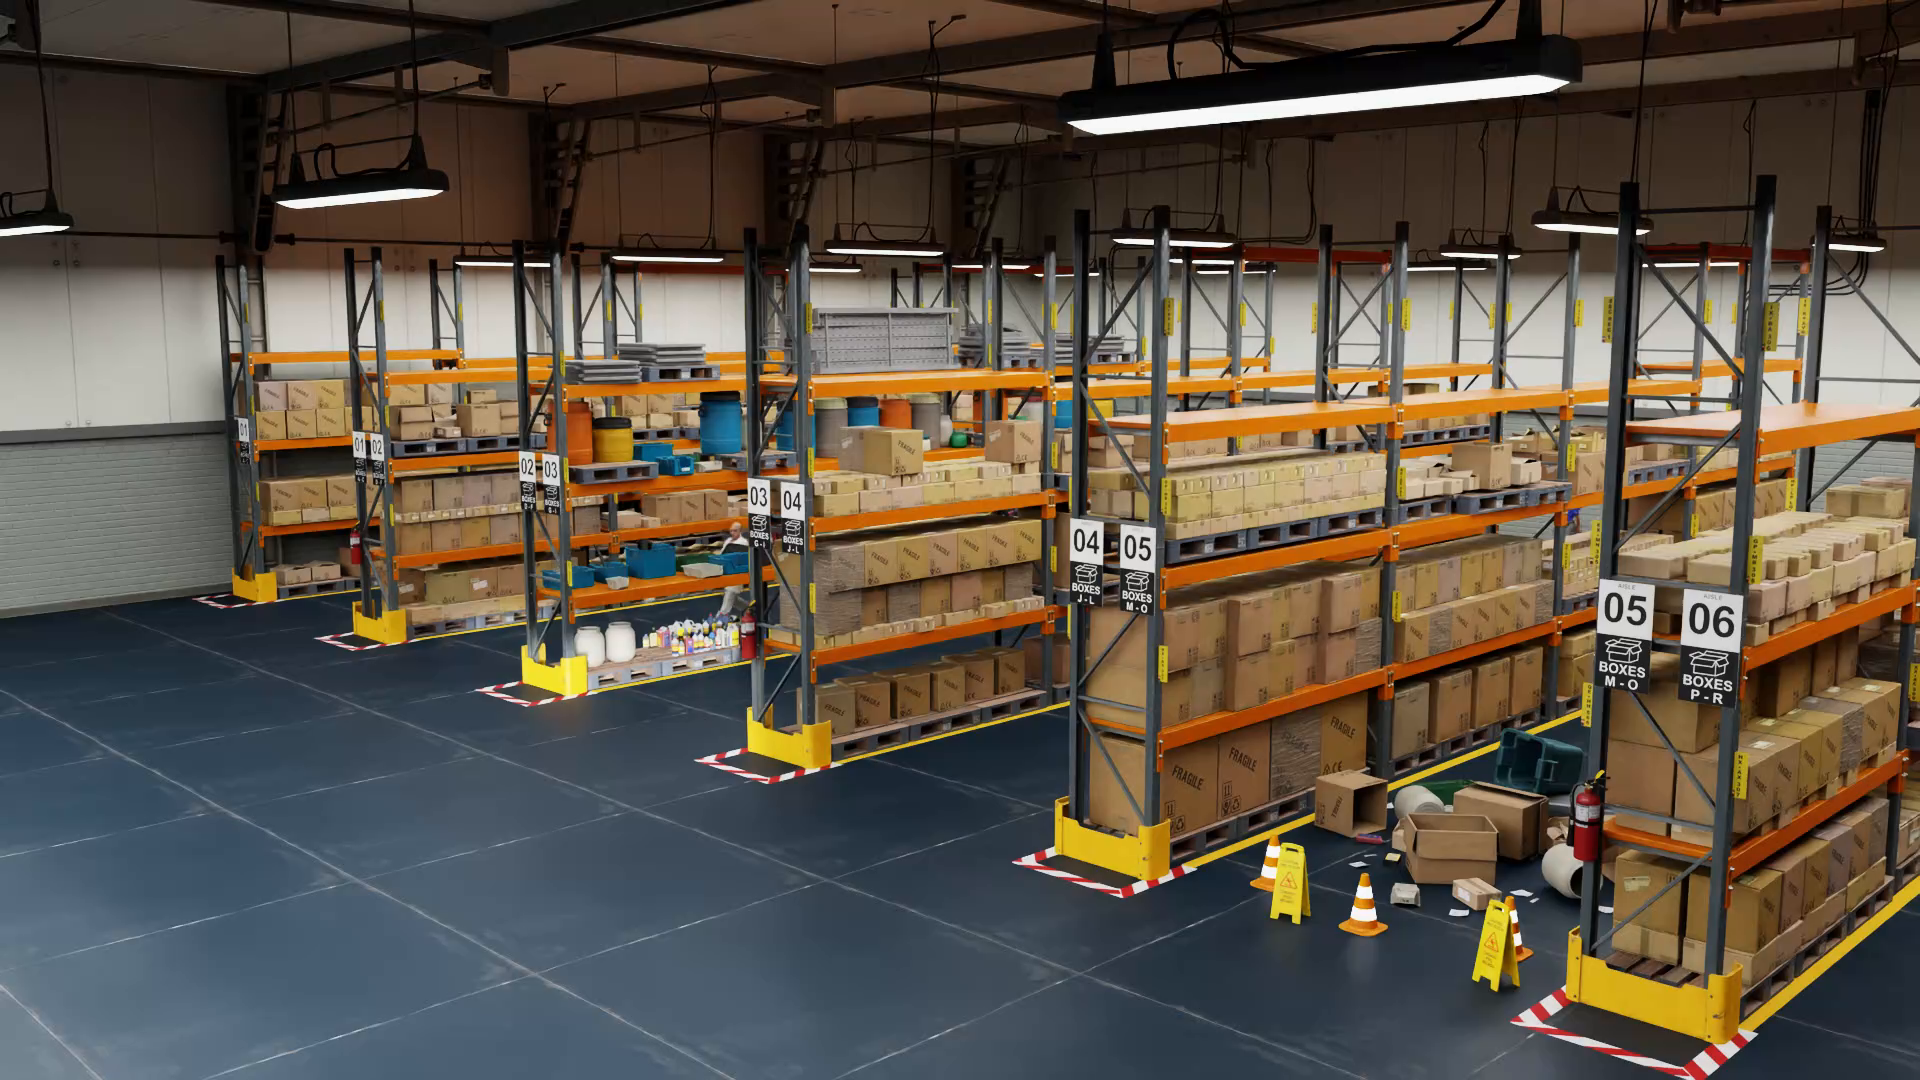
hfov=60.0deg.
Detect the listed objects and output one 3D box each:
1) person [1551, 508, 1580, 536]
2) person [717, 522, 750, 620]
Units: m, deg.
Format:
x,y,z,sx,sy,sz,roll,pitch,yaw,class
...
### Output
x,y,z,sx,sy,sz,roll,pitch,yaw,class
11.914,-0.251,32.535,1.047,1.597,0.461,-2,8,-16,person
-3.604,0.577,26.391,0.672,1.735,1.084,7,11,42,person
